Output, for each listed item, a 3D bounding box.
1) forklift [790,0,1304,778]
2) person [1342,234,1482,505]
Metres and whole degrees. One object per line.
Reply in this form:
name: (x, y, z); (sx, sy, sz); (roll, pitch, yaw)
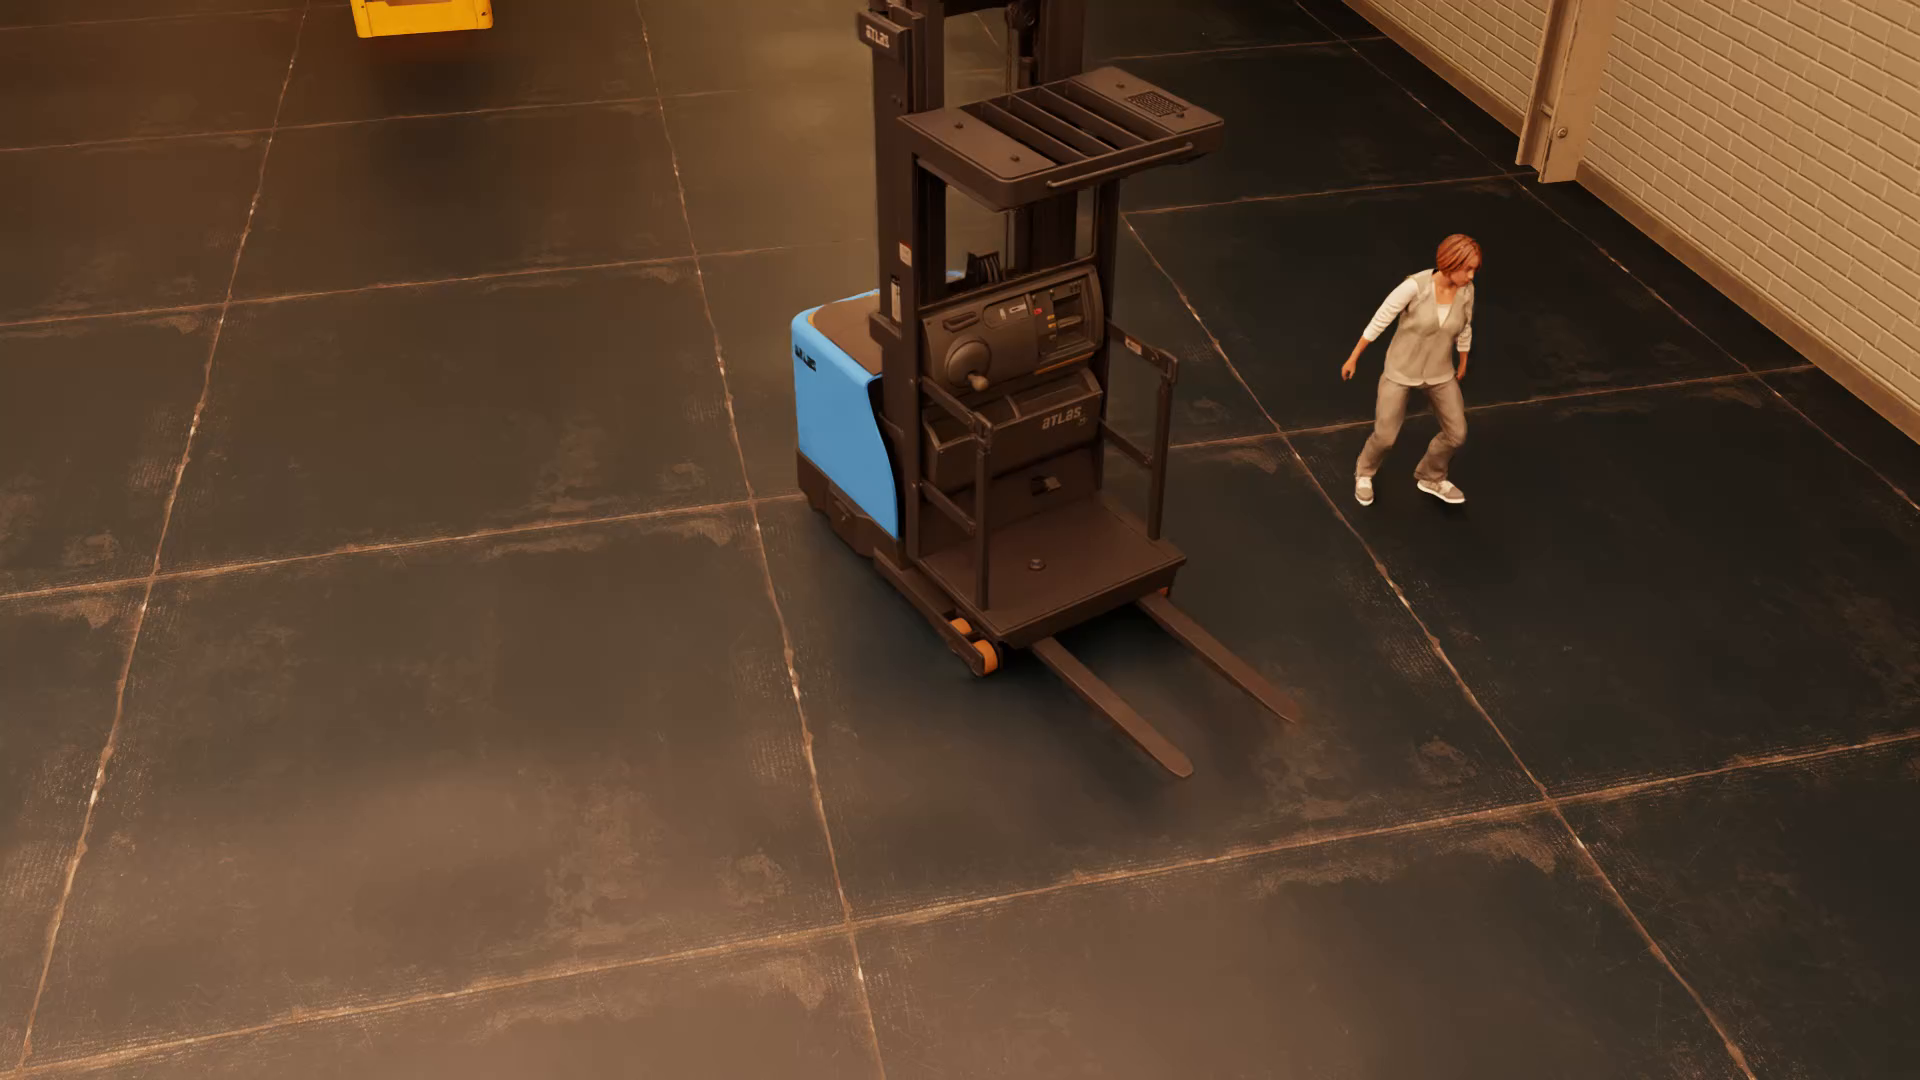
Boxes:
forklift: (0.366, -0.880, 7.273); (1.130, 2.935, 3.031); (-21, 41, -26)
person: (2.291, -0.855, 8.395); (0.725, 1.562, 0.410); (-2, 36, -3)
